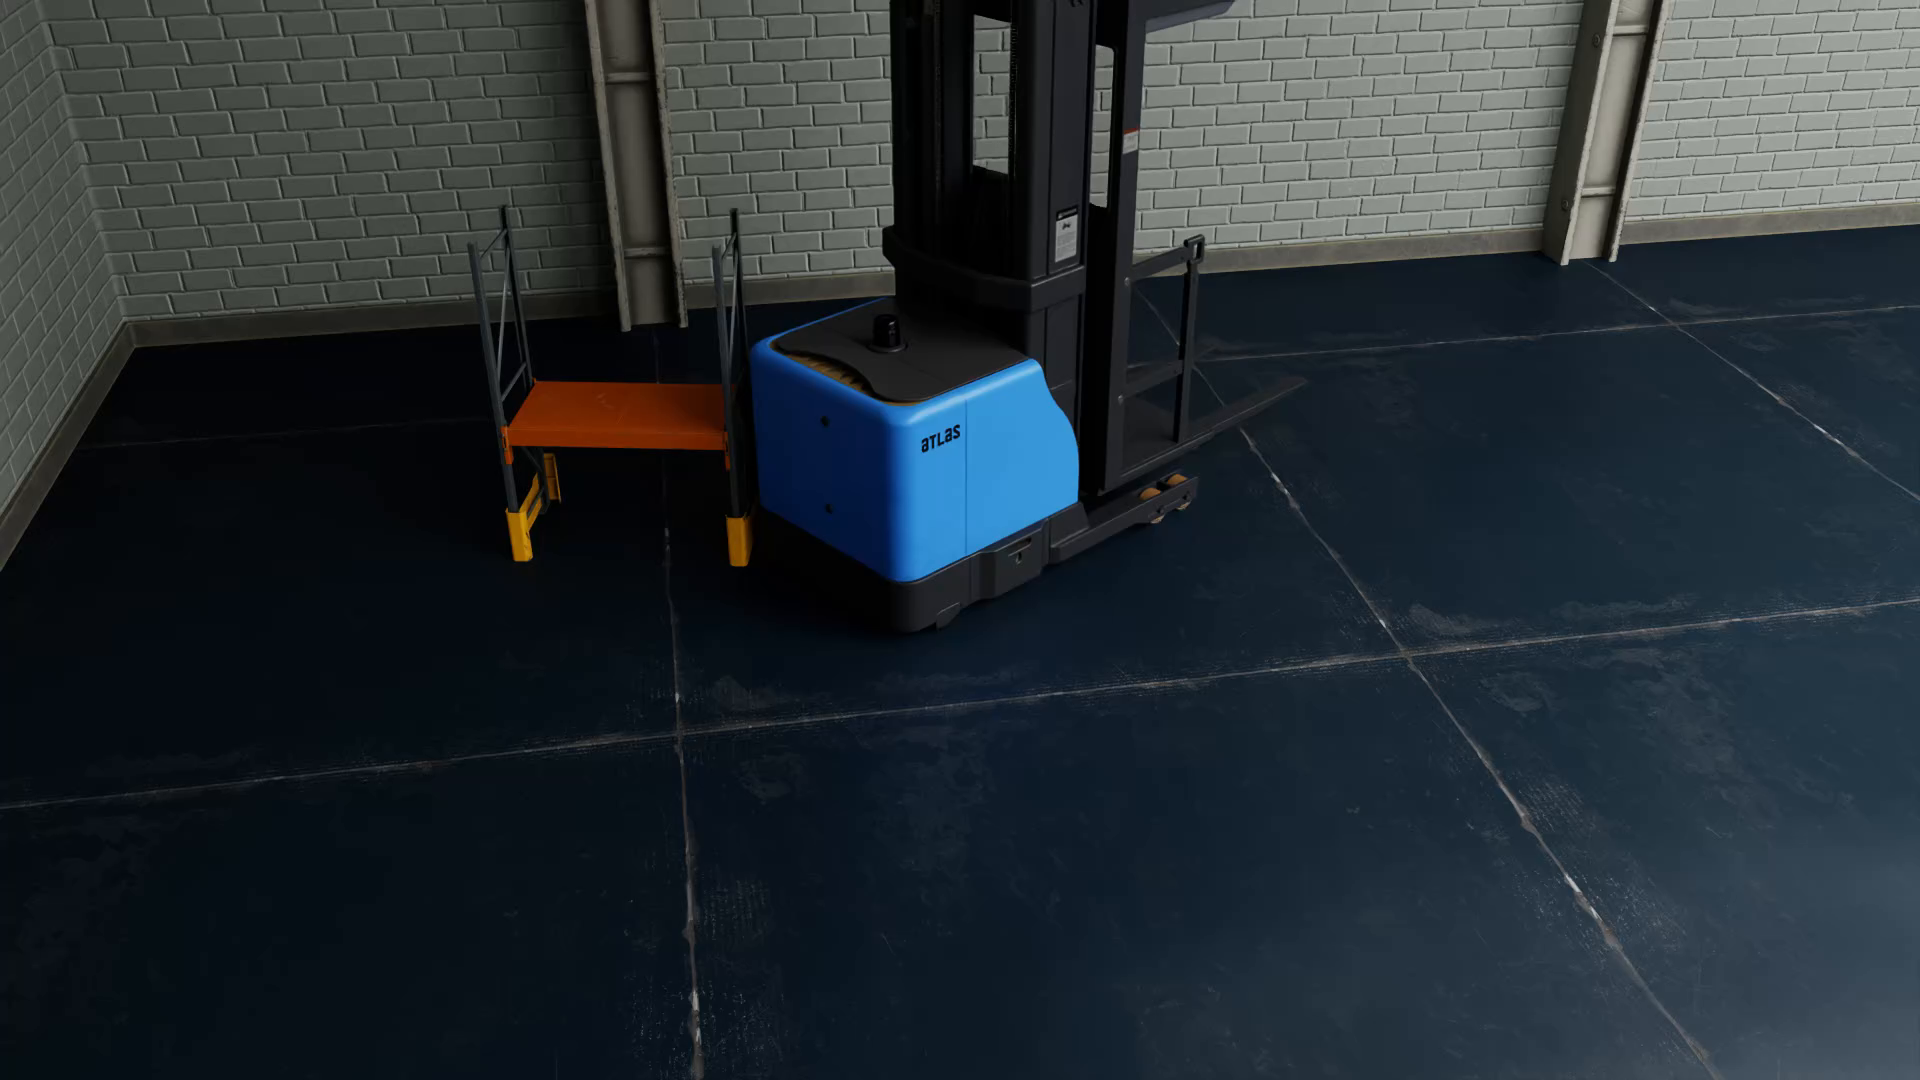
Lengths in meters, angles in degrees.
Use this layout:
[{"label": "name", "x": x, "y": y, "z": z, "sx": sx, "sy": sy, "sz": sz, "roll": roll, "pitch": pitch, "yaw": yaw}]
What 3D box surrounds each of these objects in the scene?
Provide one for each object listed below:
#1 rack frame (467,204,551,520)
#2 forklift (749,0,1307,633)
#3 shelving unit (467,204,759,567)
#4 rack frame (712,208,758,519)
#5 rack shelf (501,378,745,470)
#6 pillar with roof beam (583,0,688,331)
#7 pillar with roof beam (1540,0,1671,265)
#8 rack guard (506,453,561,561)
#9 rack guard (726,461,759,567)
[{"label": "rack frame", "x": -2.009, "y": -0.698, "z": 7.458, "sx": 0.032, "sy": 1.500, "sz": 0.500, "roll": 1, "pitch": 30, "yaw": 2}, {"label": "forklift", "x": 0.502, "y": -1.512, "z": 7.430, "sx": 3.031, "sy": 2.935, "sz": 1.130, "roll": -26, "pitch": 39, "yaw": -36}, {"label": "shelving unit", "x": -1.493, "y": -0.687, "z": 7.438, "sx": 1.083, "sy": 1.500, "sz": 0.587, "roll": 1, "pitch": 30, "yaw": 2}, {"label": "rack frame", "x": -0.994, "y": -0.675, "z": 7.419, "sx": 0.032, "sy": 1.500, "sz": 0.500, "roll": 1, "pitch": 30, "yaw": 2}, {"label": "rack shelf", "x": -1.502, "y": -0.532, "z": 7.530, "sx": 1.000, "sy": 0.185, "sz": 0.538, "roll": 1, "pitch": 30, "yaw": 2}, {"label": "pillar with roof beam", "x": -1.067, "y": -3.063, "z": 4.080, "sx": 0.400, "sy": 9.000, "sz": 9.100, "roll": -5, "pitch": 31, "yaw": -9}, {"label": "pillar with roof beam", "x": 4.835, "y": -3.610, "z": 5.012, "sx": 0.400, "sy": 9.000, "sz": 9.100, "roll": -5, "pitch": 31, "yaw": -9}, {"label": "rack guard", "x": -1.990, "y": -0.159, "z": 7.774, "sx": 0.087, "sy": 0.250, "sz": 0.587, "roll": 1, "pitch": 30, "yaw": 2}, {"label": "rack guard", "x": -0.995, "y": -0.137, "z": 7.736, "sx": 0.087, "sy": 0.250, "sz": 0.587, "roll": 1, "pitch": 30, "yaw": 2}]
